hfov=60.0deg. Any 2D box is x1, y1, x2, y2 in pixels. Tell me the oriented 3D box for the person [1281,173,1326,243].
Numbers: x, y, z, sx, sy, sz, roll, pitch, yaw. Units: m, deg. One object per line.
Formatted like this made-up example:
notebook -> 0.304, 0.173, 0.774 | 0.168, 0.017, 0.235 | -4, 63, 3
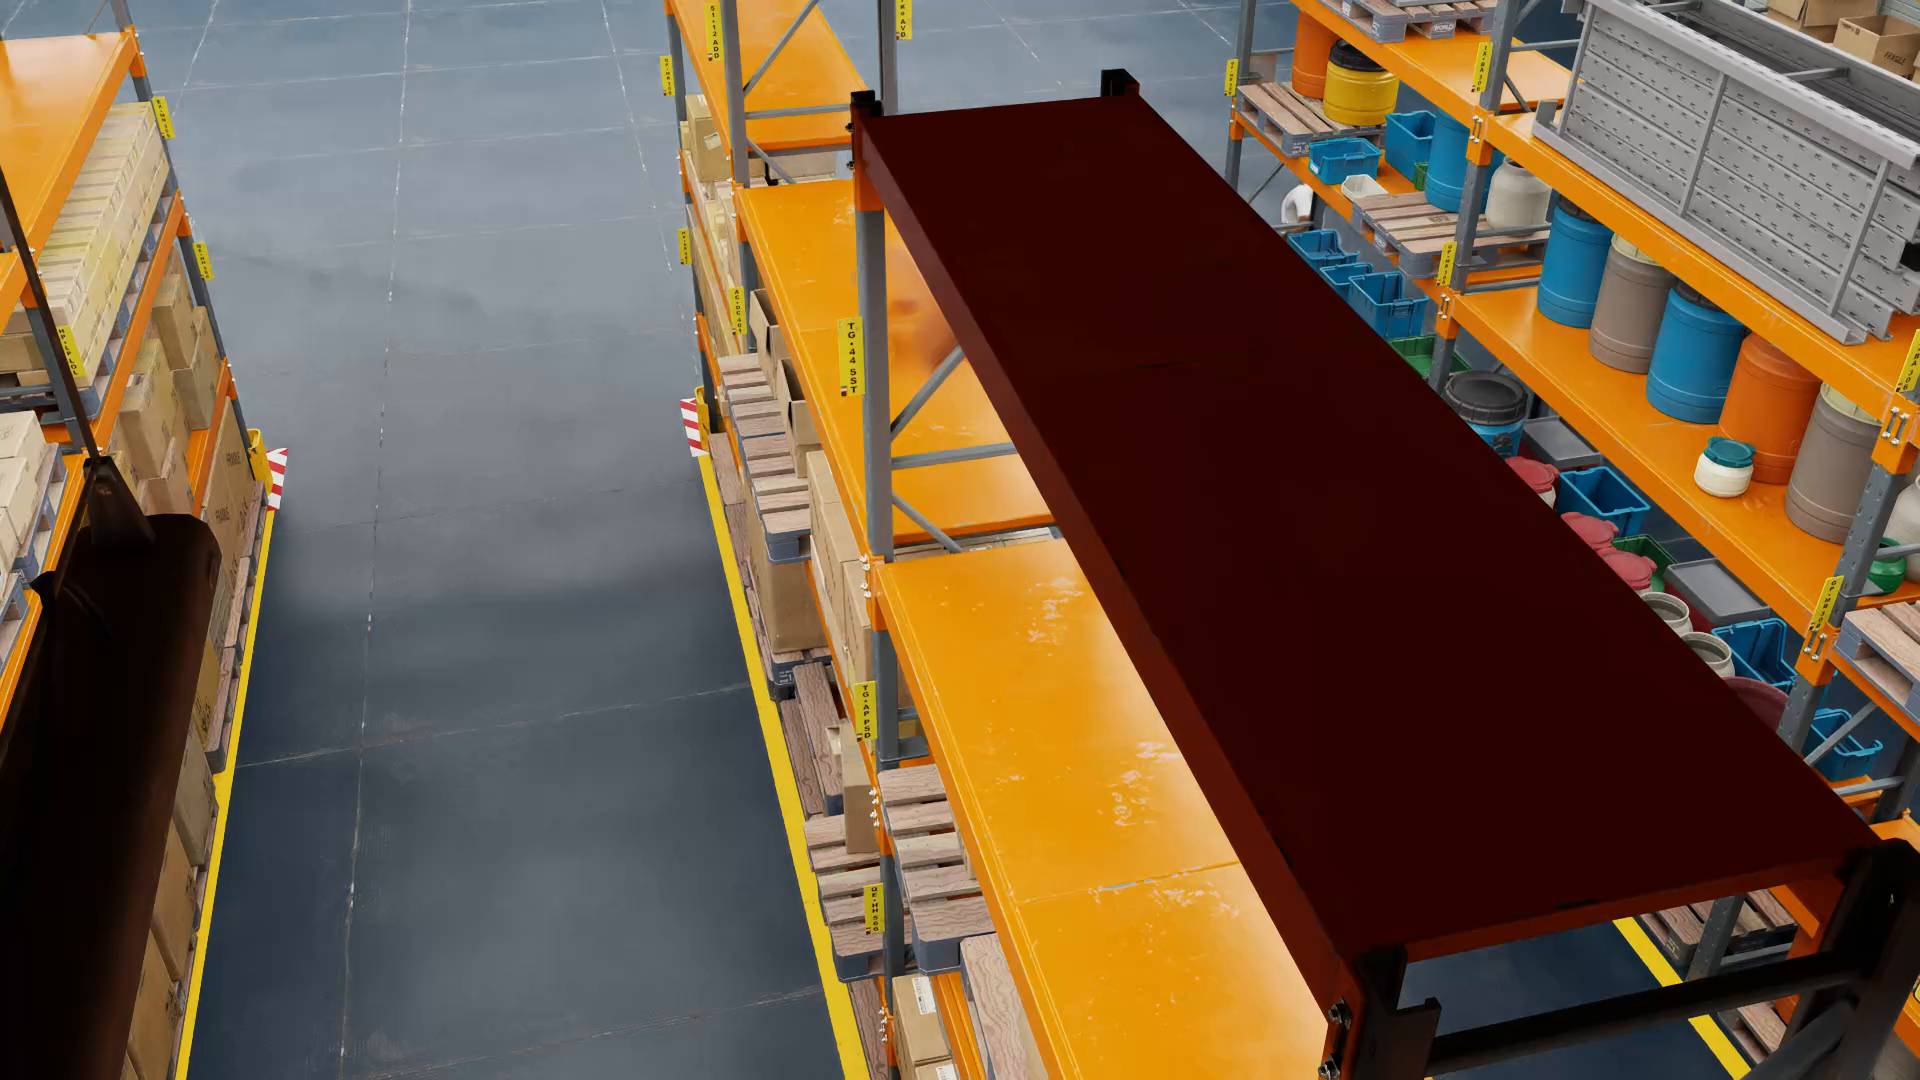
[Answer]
person -> 3.470, -3.102, 17.042 | 0.881, 1.786, 0.709 | 26, 42, 33
